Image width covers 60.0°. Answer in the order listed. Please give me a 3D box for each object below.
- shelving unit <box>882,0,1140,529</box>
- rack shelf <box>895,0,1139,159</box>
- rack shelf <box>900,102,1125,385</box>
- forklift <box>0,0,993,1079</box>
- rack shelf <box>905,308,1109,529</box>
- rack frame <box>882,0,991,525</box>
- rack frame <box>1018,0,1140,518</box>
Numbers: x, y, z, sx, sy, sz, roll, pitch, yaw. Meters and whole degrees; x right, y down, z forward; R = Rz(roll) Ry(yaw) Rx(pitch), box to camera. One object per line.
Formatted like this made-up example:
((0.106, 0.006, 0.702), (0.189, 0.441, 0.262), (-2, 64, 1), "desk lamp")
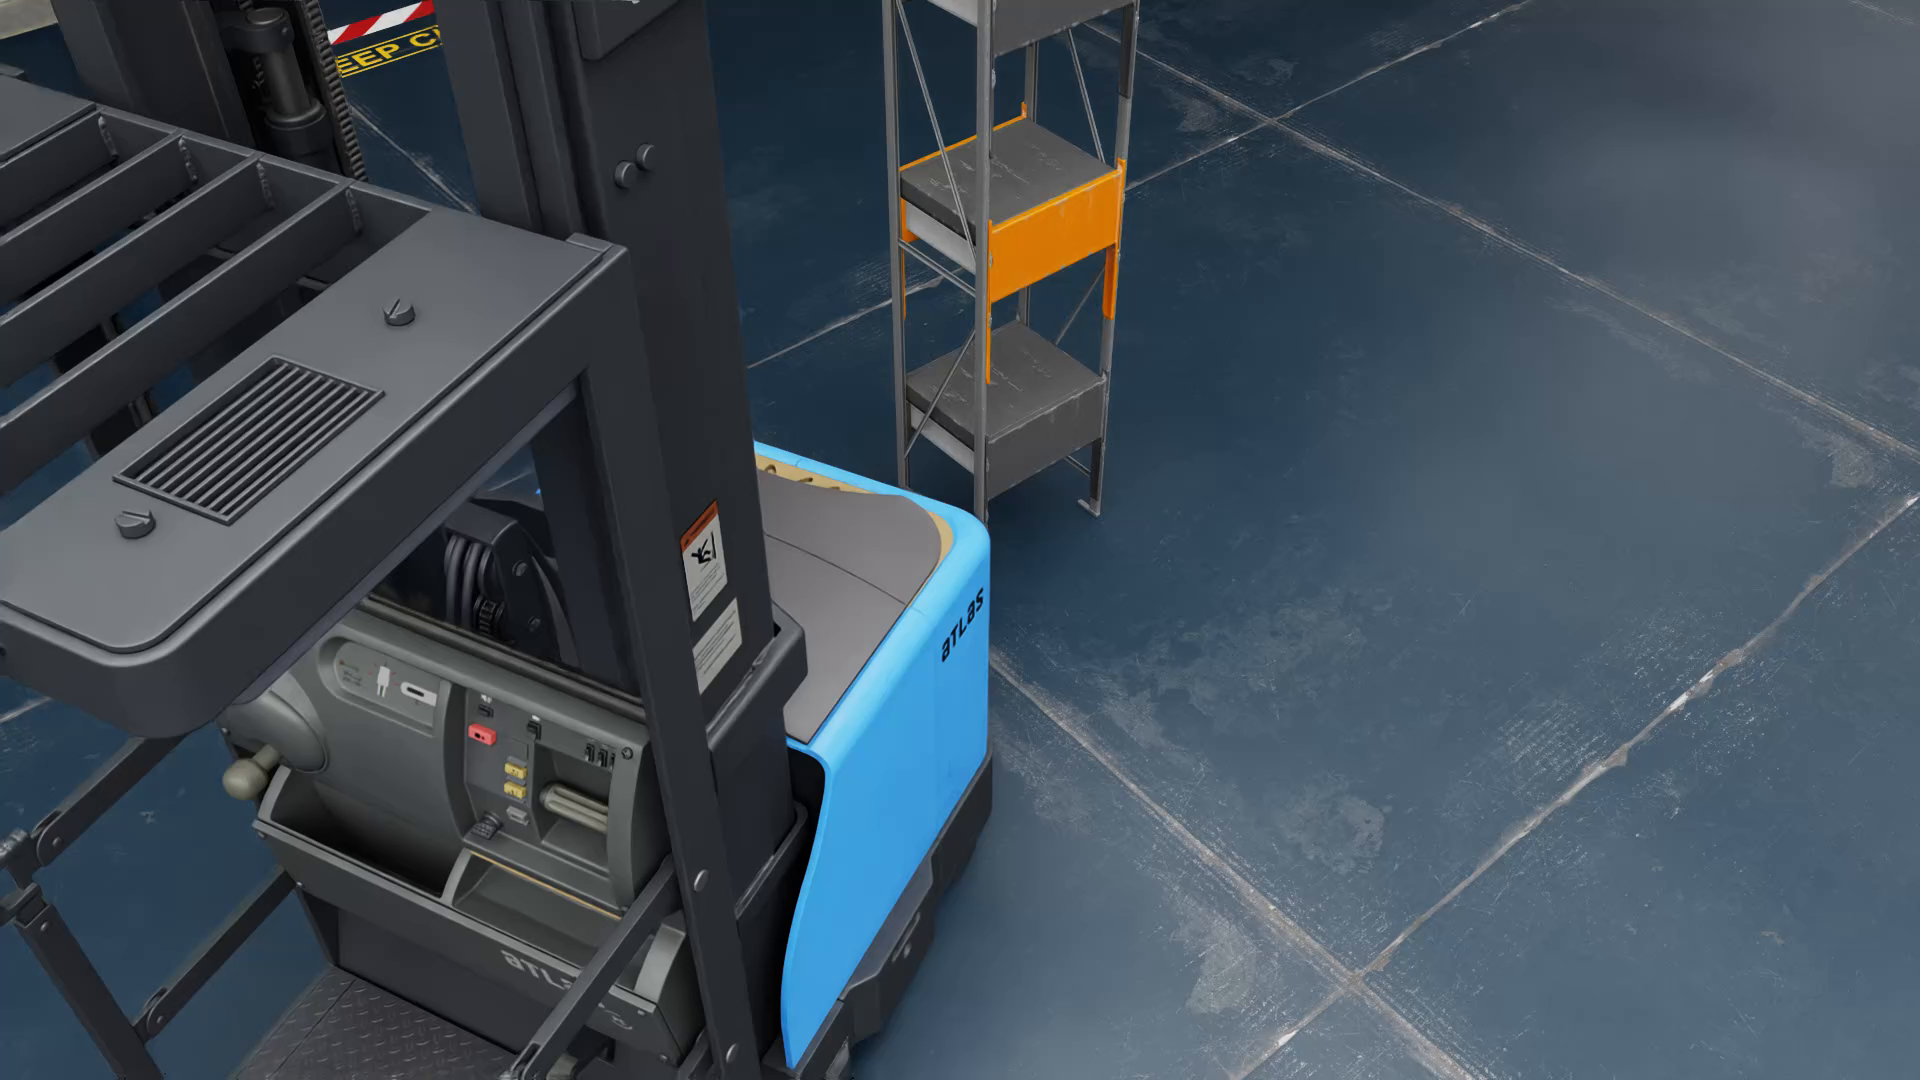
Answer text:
((0.127, -0.838, 4.609), (0.503, 2.100, 0.431), (-30, 51, -28), "shelving unit")
((0.127, -1.338, 4.139), (0.480, 0.518, 0.431), (-30, 51, -28), "rack shelf")
((0.127, -0.828, 4.618), (0.480, 0.518, 0.431), (-30, 51, -28), "rack shelf")
((-1.017, 0.424, 2.658), (1.130, 2.935, 3.031), (19, 46, 19), "forklift")
((0.127, -0.318, 5.097), (0.480, 0.518, 0.431), (-30, 51, -28), "rack shelf")
((-0.060, -0.731, 4.494), (0.015, 2.100, 0.400), (-30, 51, -28), "rack frame")
((0.314, -0.945, 4.723), (0.015, 2.100, 0.400), (-30, 51, -28), "rack frame")
